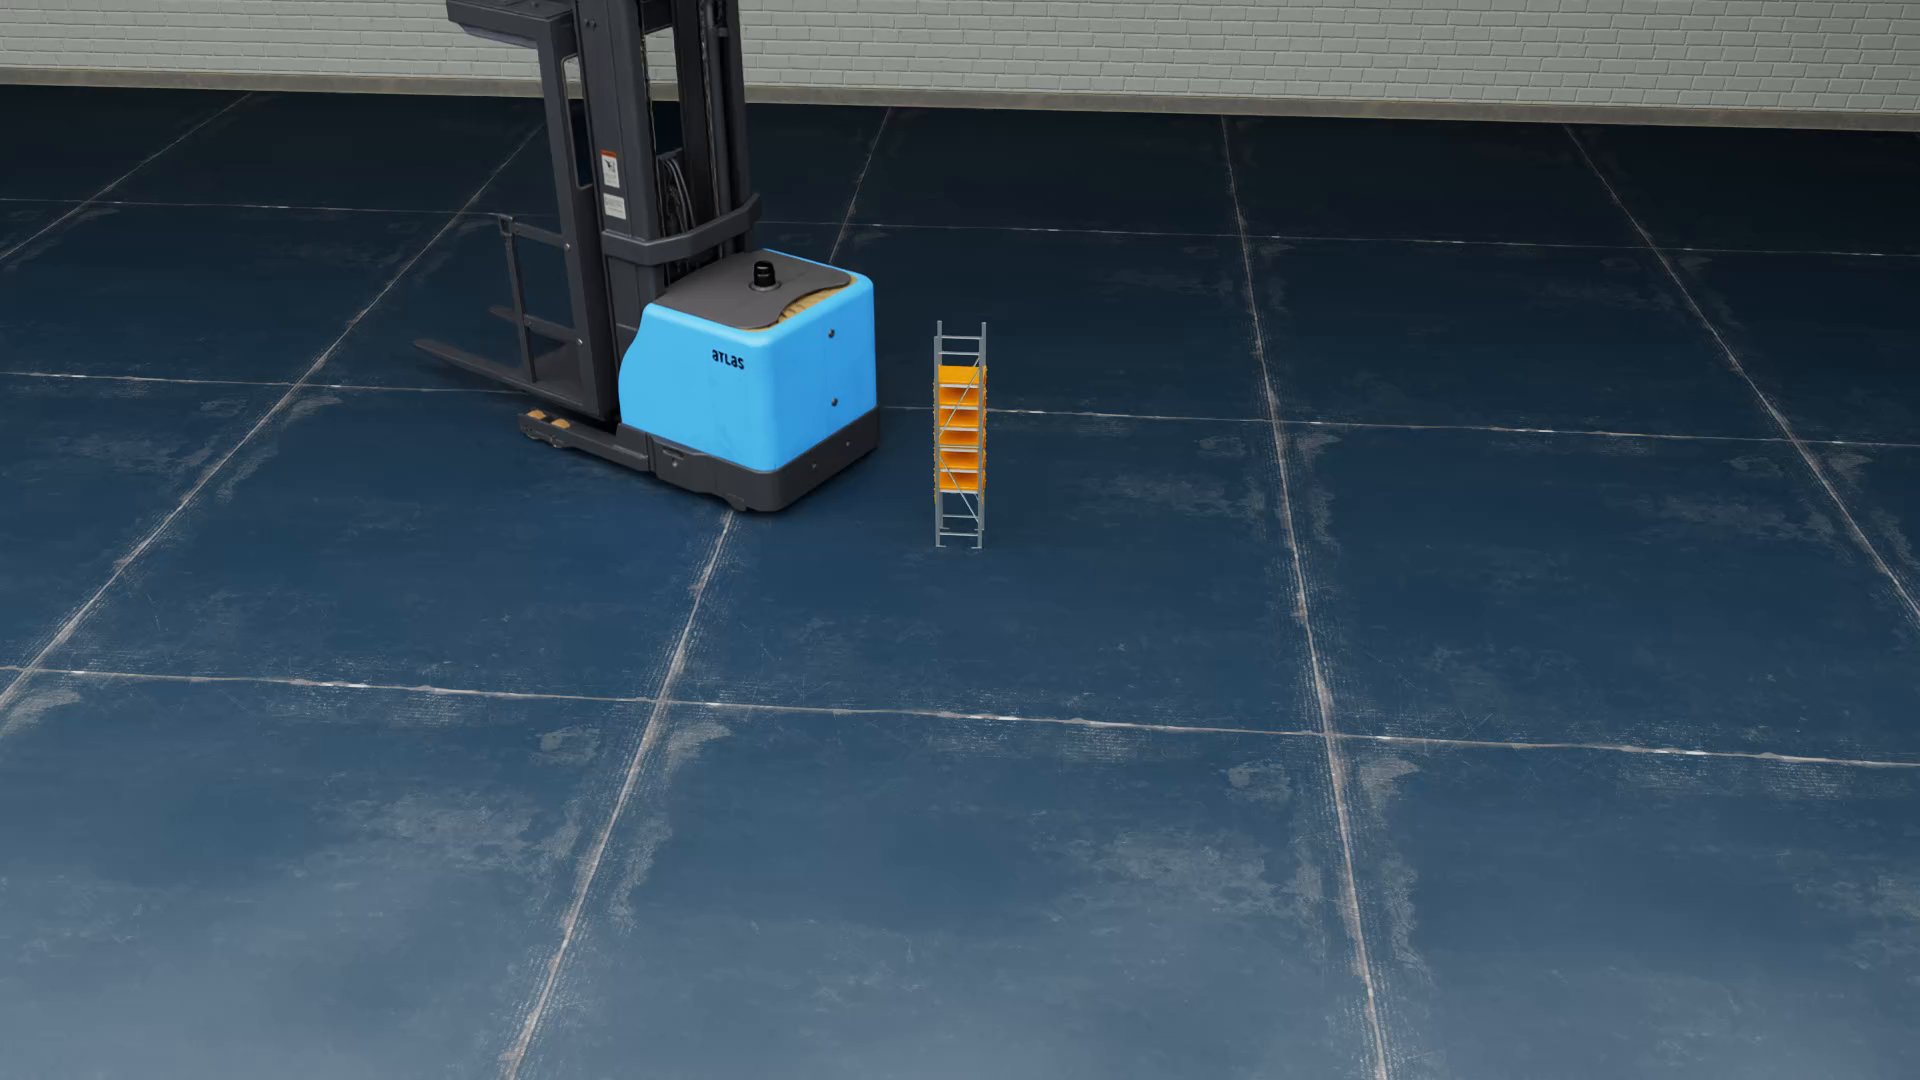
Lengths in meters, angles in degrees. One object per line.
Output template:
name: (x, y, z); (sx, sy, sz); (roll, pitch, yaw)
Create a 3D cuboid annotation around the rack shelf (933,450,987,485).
rack shelf: (0.001, -0.378, 8.534); (0.258, 0.103, 0.180); (2, 32, 4)

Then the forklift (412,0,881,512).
forklift: (-1.961, -1.986, 9.179); (3.031, 2.935, 1.130); (19, 37, 28)

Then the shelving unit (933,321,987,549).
shelving unit: (0.001, -0.518, 8.447); (0.258, 1.200, 0.189); (2, 32, 4)

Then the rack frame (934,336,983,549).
rack frame: (-0.006, -0.471, 8.370); (0.240, 1.200, 0.006); (2, 32, 4)

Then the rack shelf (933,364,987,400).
rack shelf: (0.001, -0.787, 8.282); (0.258, 0.103, 0.180); (2, 32, 4)

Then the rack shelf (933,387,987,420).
rack shelf: (0.001, -0.685, 8.345); (0.258, 0.103, 0.180); (2, 32, 4)

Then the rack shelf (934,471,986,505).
rack shelf: (0.001, -0.276, 8.597); (0.258, 0.103, 0.180); (2, 32, 4)

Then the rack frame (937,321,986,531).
rack frame: (0.009, -0.566, 8.525); (0.240, 1.200, 0.006); (2, 32, 4)

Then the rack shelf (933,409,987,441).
rack shelf: (0.001, -0.583, 8.408); (0.258, 0.103, 0.180); (2, 32, 4)

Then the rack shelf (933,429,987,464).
rack shelf: (0.001, -0.481, 8.471); (0.258, 0.103, 0.180); (2, 32, 4)
